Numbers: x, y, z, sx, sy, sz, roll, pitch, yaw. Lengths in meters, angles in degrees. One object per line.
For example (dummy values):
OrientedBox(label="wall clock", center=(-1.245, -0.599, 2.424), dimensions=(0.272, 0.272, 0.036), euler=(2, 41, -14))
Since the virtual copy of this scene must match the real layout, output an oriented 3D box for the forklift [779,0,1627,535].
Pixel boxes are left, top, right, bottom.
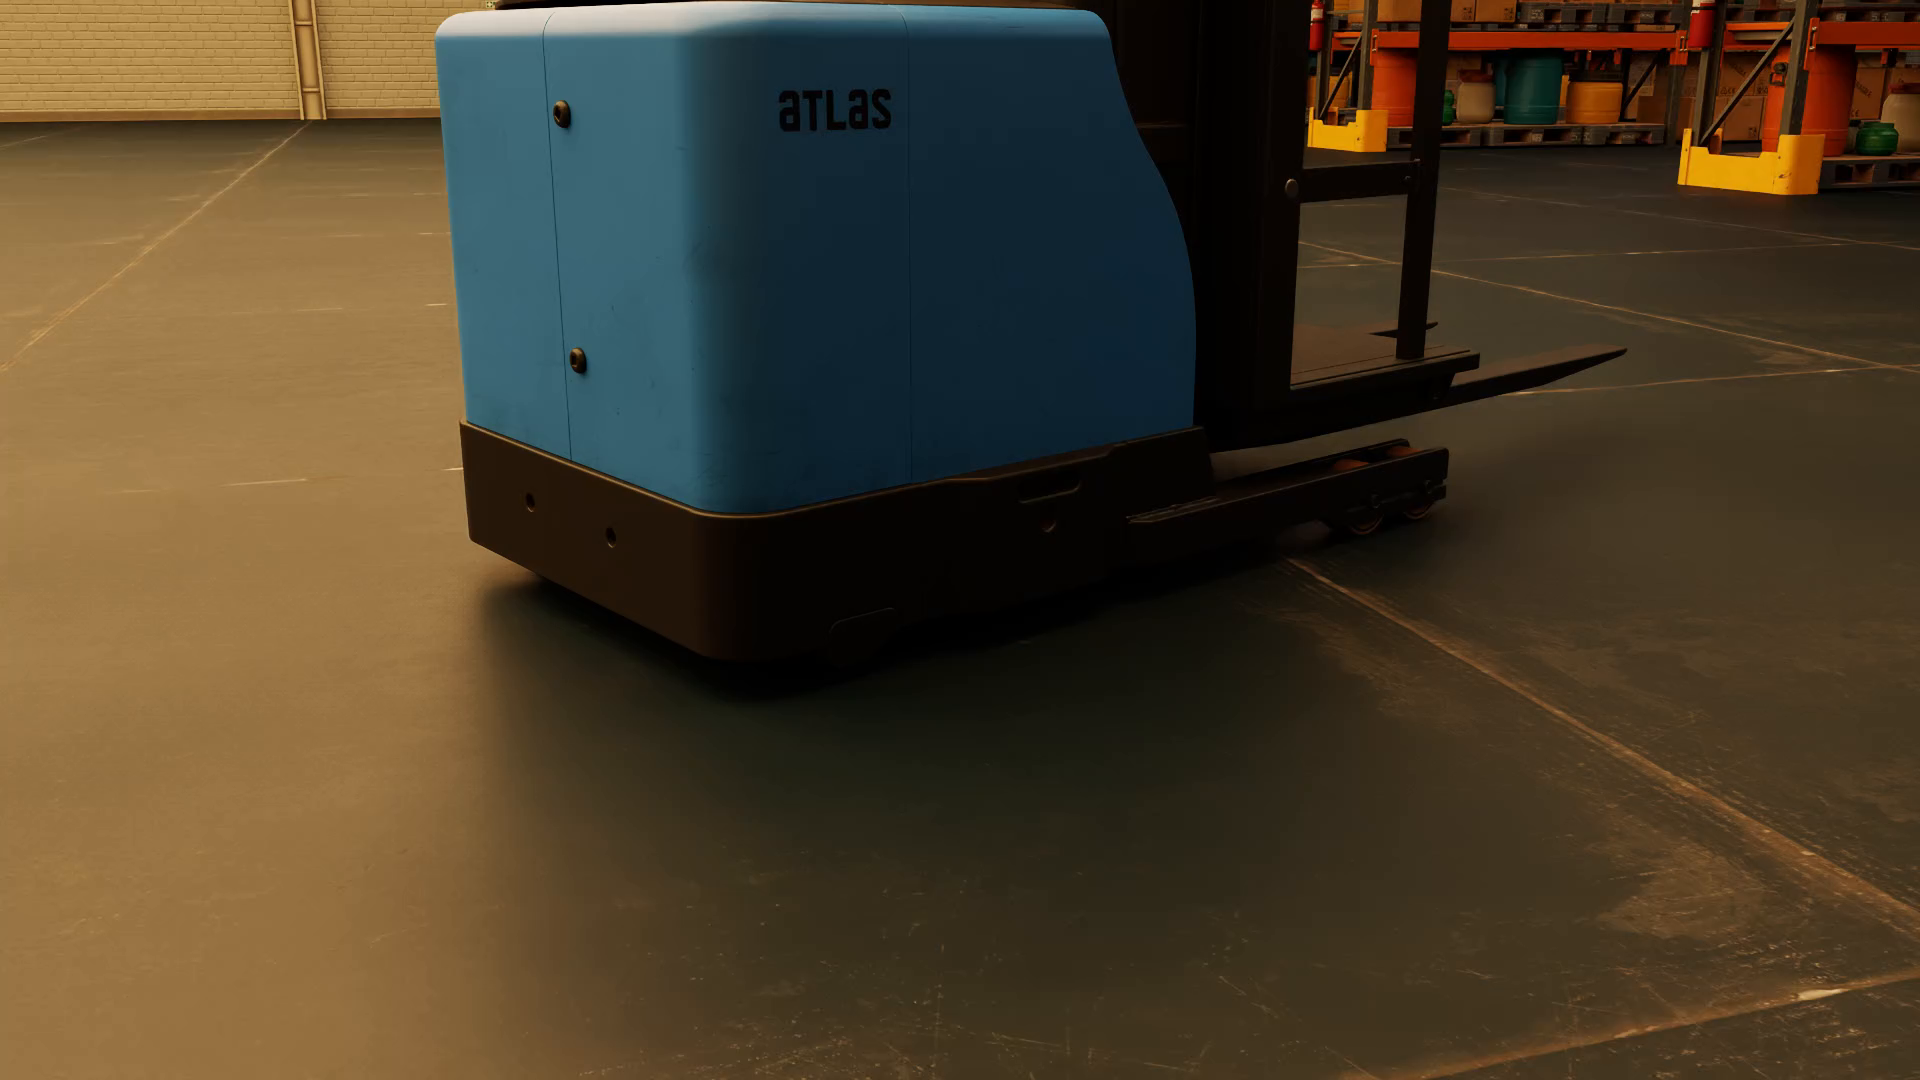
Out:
OrientedBox(label="forklift", center=(0.468, -1.516, 3.529), dimensions=(3.031, 2.935, 1.121), euler=(-13, 21, -38))
